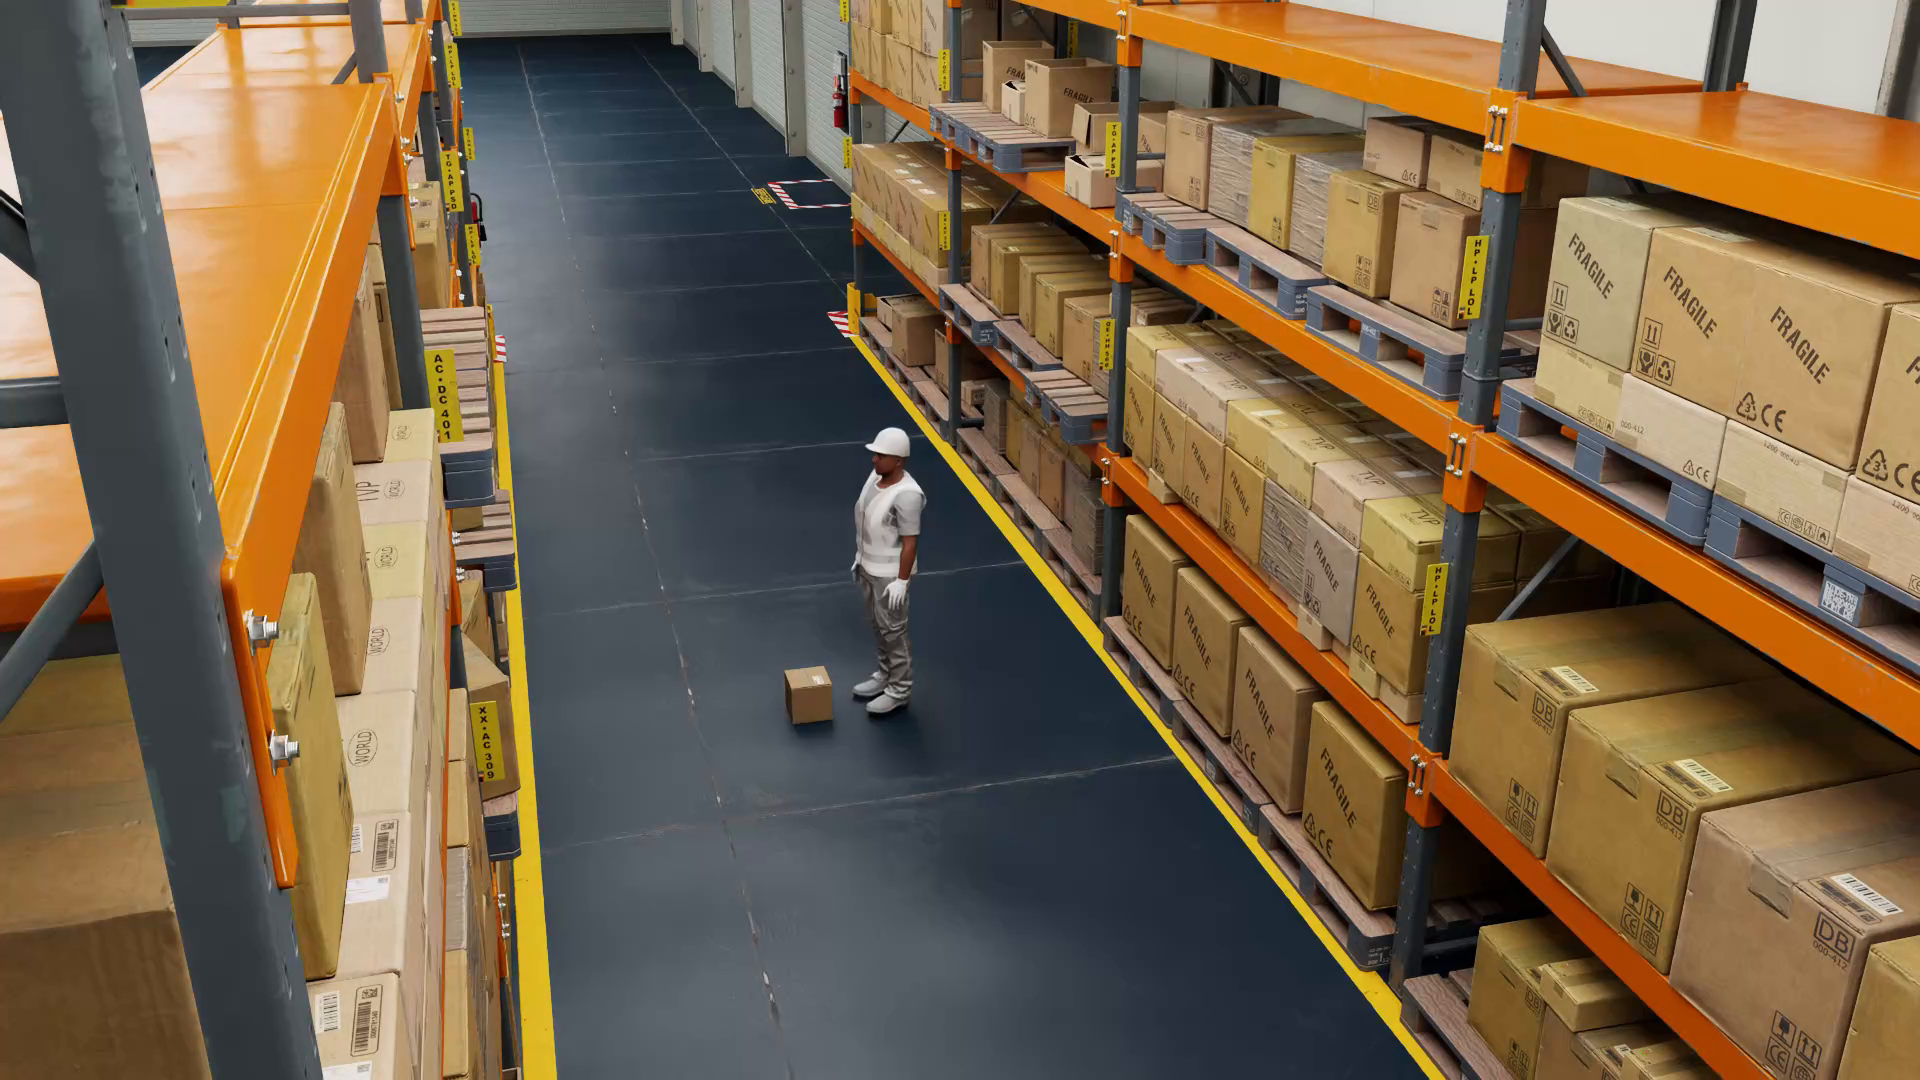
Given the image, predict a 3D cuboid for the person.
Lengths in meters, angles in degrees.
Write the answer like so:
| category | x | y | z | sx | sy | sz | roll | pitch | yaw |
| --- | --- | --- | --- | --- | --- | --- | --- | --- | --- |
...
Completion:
| category | x | y | z | sx | sy | sz | roll | pitch | yaw |
| --- | --- | --- | --- | --- | --- | --- | --- | --- | --- |
| person | -0.447 | 0.180 | 10.073 | 0.385 | 1.786 | 0.558 | -10 | 25 | -23 |
